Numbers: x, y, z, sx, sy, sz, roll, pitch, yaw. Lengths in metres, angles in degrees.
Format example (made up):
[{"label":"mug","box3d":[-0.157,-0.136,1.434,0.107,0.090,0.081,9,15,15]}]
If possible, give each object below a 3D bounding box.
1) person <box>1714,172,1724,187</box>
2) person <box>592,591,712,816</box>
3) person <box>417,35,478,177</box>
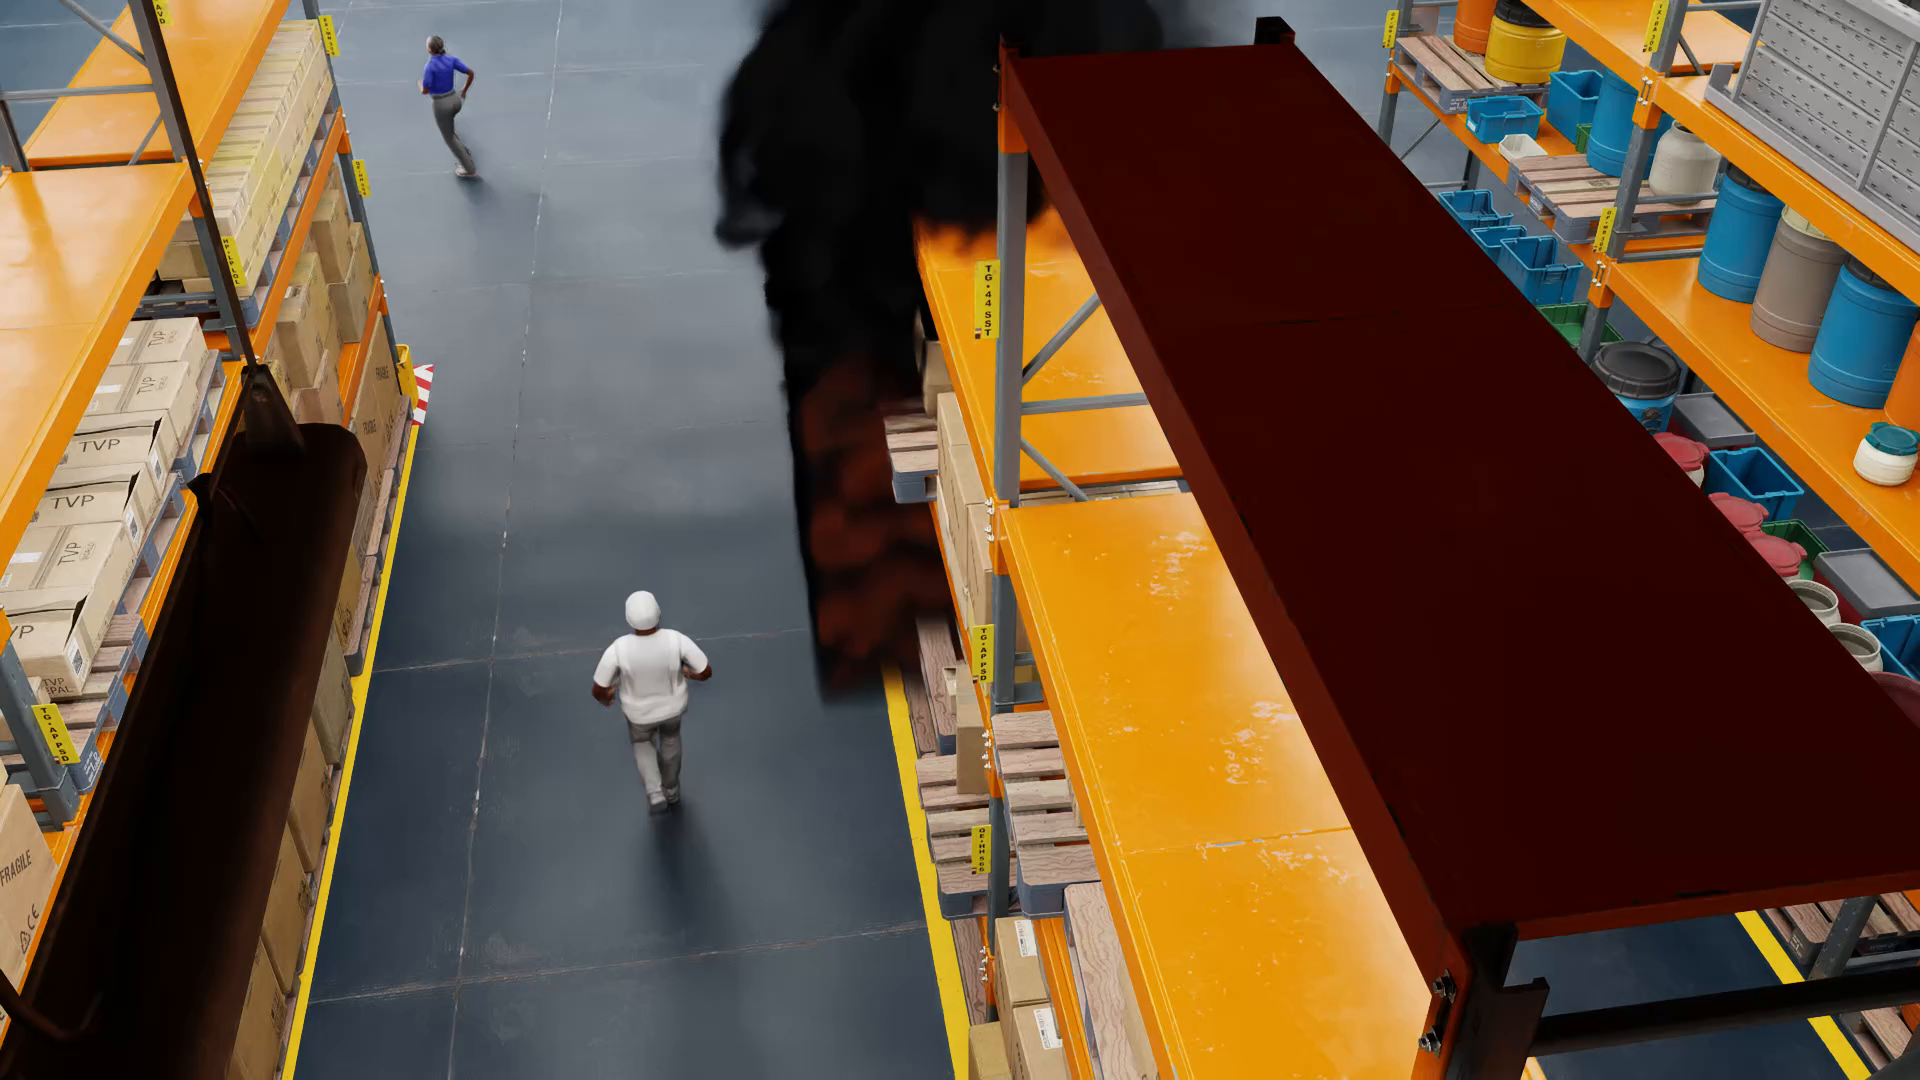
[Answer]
[{"label":"person","box3d":[8.099,-4.196,17.857,0.865,1.617,0.566,9,37,13]},{"label":"person","box3d":[-1.927,1.071,10.544,0.749,1.724,0.623,-11,38,-14]},{"label":"person","box3d":[-5.806,-4.895,18.729,0.660,1.642,0.555,17,39,21]}]
